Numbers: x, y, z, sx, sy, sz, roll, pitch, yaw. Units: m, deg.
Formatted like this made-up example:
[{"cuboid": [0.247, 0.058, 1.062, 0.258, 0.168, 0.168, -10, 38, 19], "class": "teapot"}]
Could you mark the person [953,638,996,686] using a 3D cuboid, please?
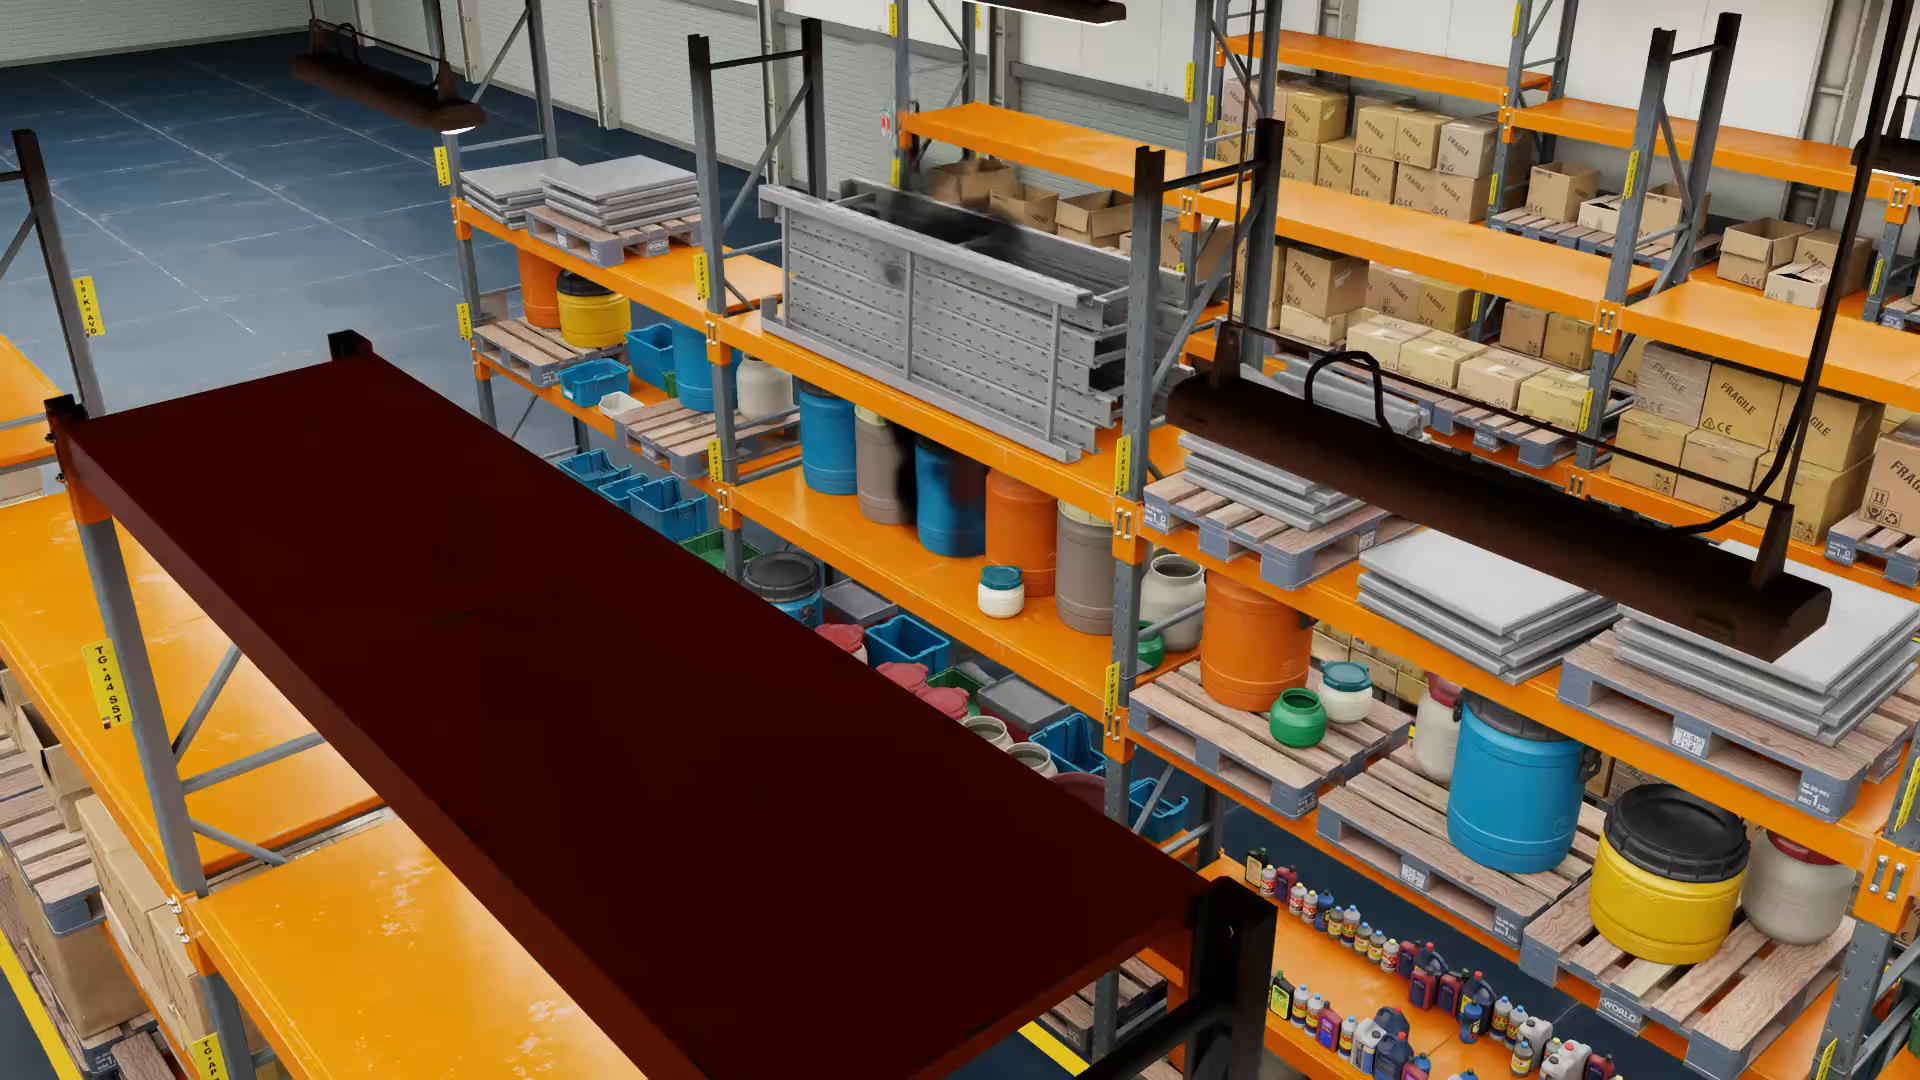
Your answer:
[{"cuboid": [0.175, 0.832, 14.244, 0.542, 1.570, 0.555, -19, 33, -33], "class": "person"}]

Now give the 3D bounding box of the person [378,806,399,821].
[{"cuboid": [-3.844, 2.259, 11.195, 0.689, 1.826, 0.799, -24, 35, -39], "class": "person"}]
